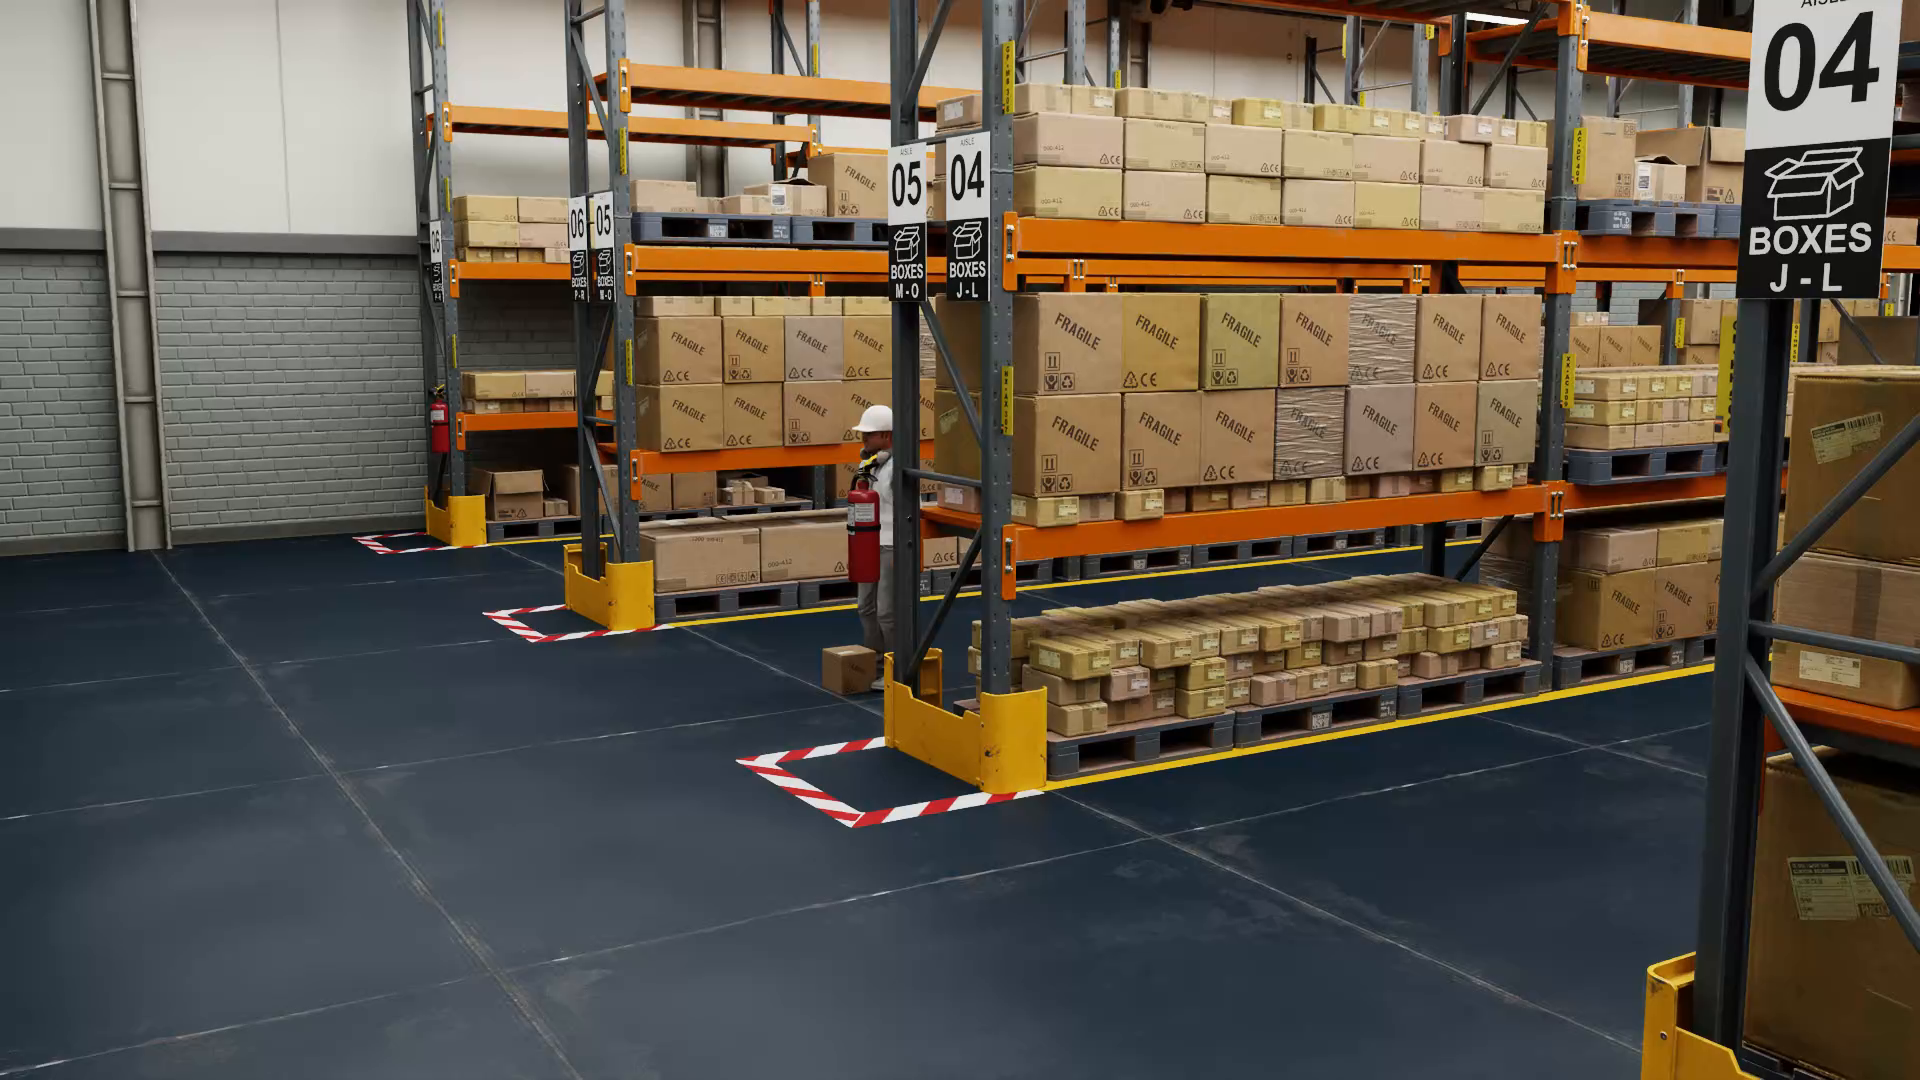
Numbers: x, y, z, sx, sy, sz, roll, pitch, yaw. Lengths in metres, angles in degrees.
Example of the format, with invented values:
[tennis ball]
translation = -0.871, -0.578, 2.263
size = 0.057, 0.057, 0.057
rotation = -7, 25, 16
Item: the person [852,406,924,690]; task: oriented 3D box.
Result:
[person]
translation = -0.471, 0.039, 10.444
size = 0.457, 1.773, 0.591
rotation = -5, 10, -34
